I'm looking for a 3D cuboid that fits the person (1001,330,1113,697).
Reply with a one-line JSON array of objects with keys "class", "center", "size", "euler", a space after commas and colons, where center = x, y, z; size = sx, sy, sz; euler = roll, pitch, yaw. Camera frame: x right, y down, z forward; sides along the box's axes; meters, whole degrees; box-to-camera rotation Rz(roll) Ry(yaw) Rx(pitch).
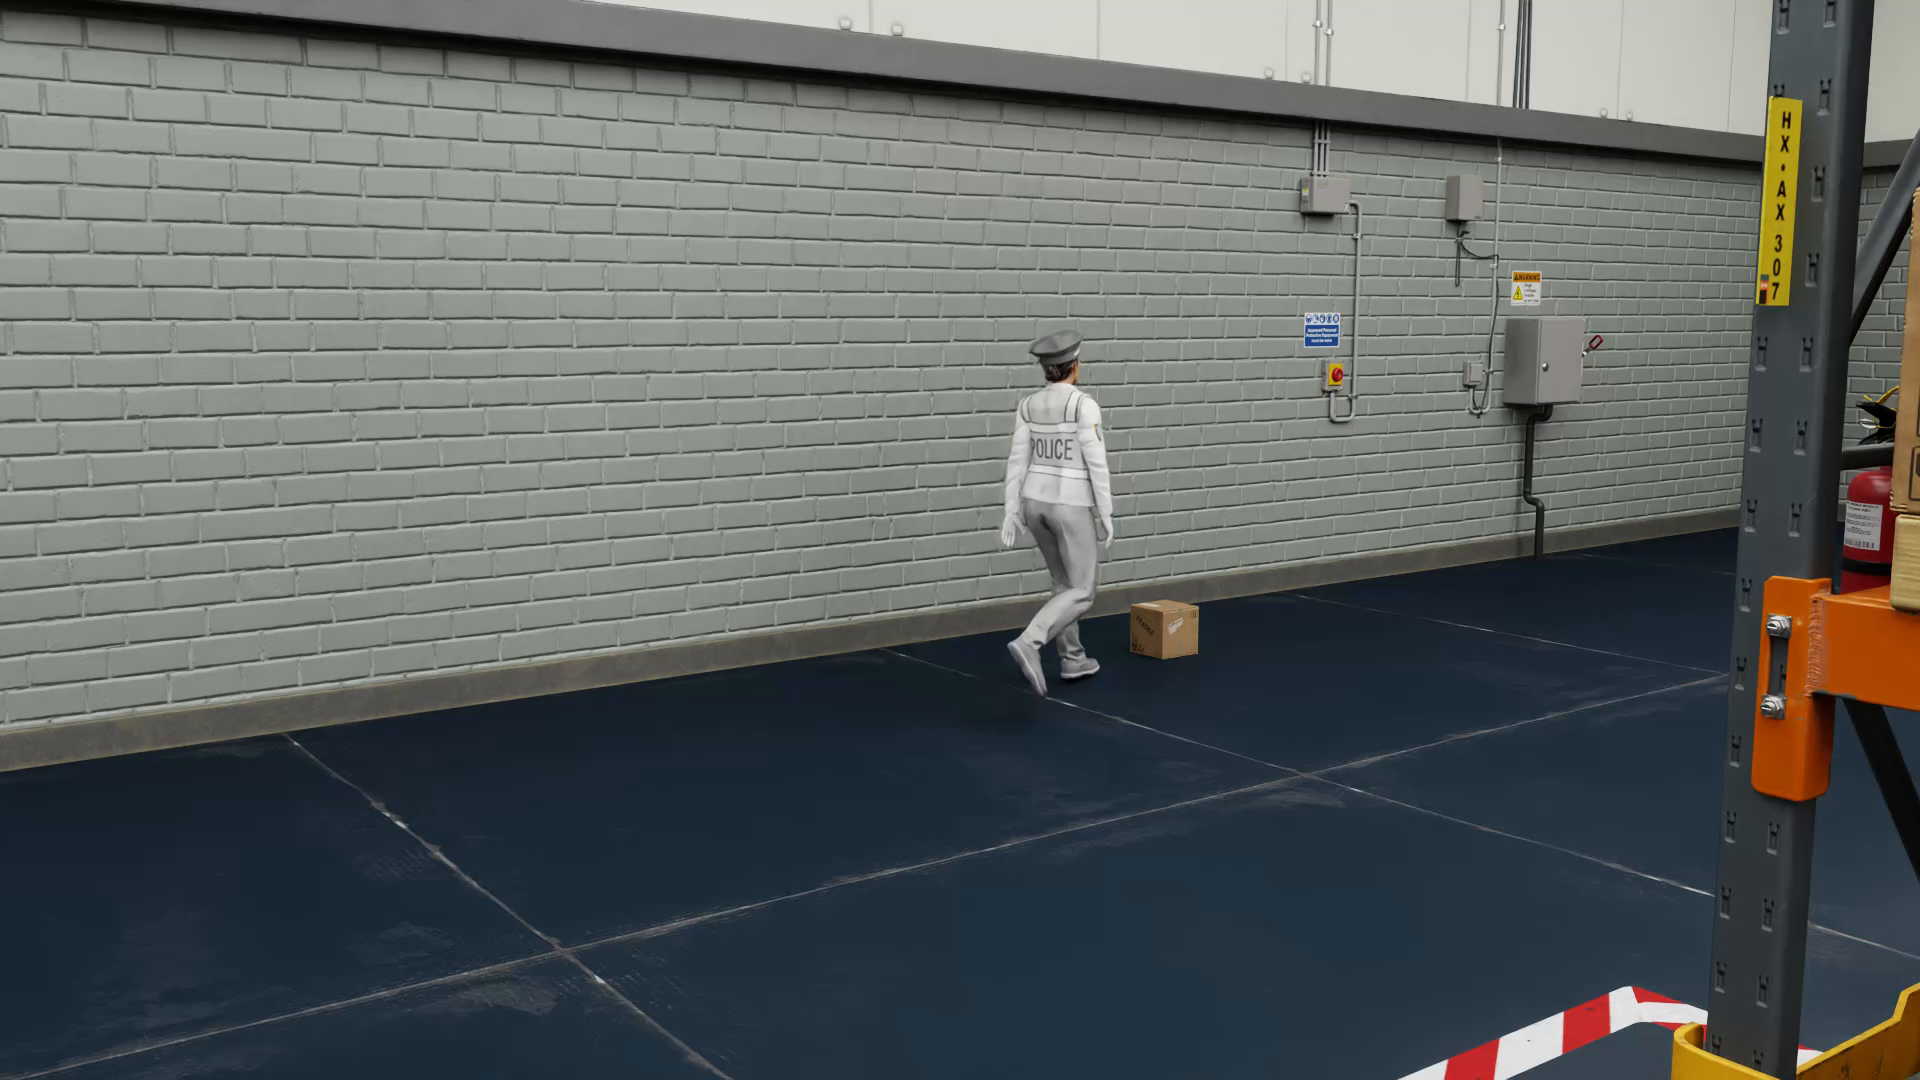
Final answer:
[{"class": "person", "center": [0.431, -0.139, 7.701], "size": [0.524, 1.656, 0.823], "euler": [7, 11, 41]}]
